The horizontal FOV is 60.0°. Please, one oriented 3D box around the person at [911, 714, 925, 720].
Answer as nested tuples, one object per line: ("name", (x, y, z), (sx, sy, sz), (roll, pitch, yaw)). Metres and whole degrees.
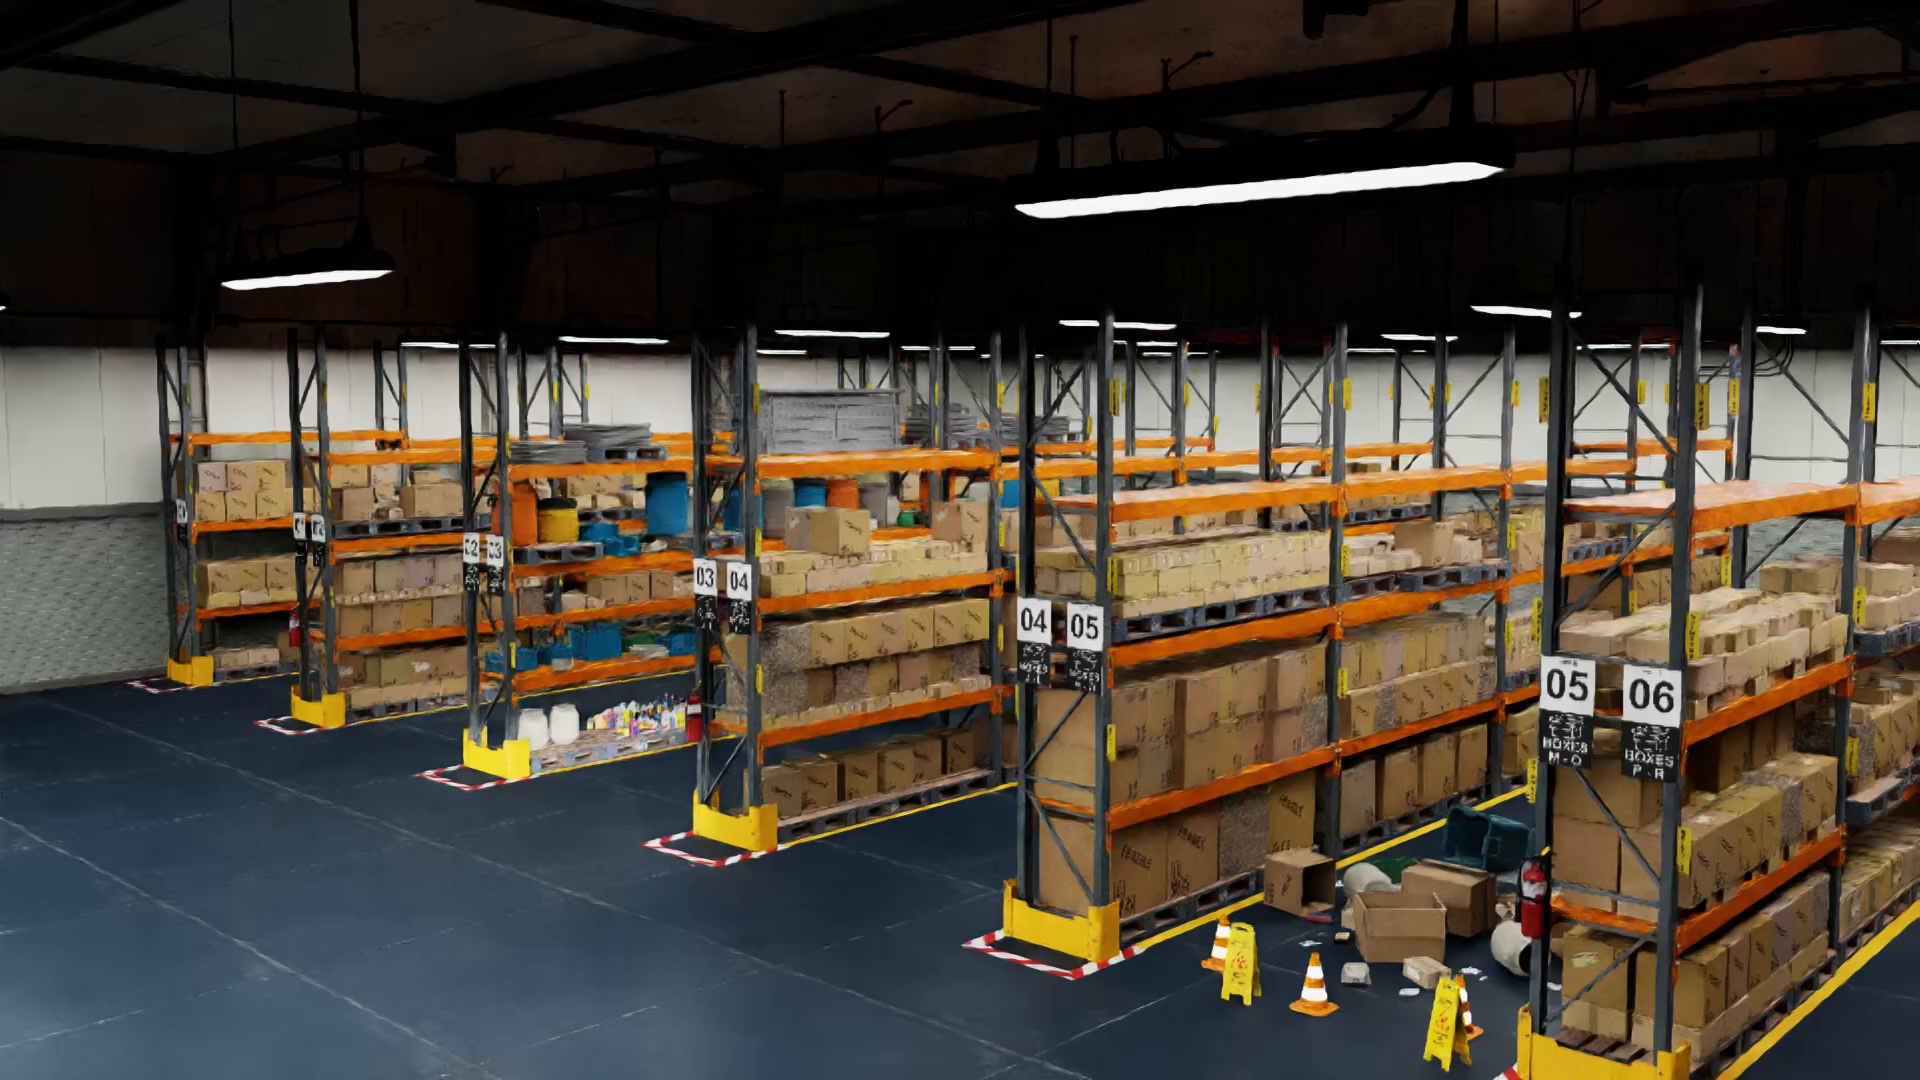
("person", (-0.565, 1.893, 25.753), (0.598, 1.690, 1.094), (4, 6, 34))
